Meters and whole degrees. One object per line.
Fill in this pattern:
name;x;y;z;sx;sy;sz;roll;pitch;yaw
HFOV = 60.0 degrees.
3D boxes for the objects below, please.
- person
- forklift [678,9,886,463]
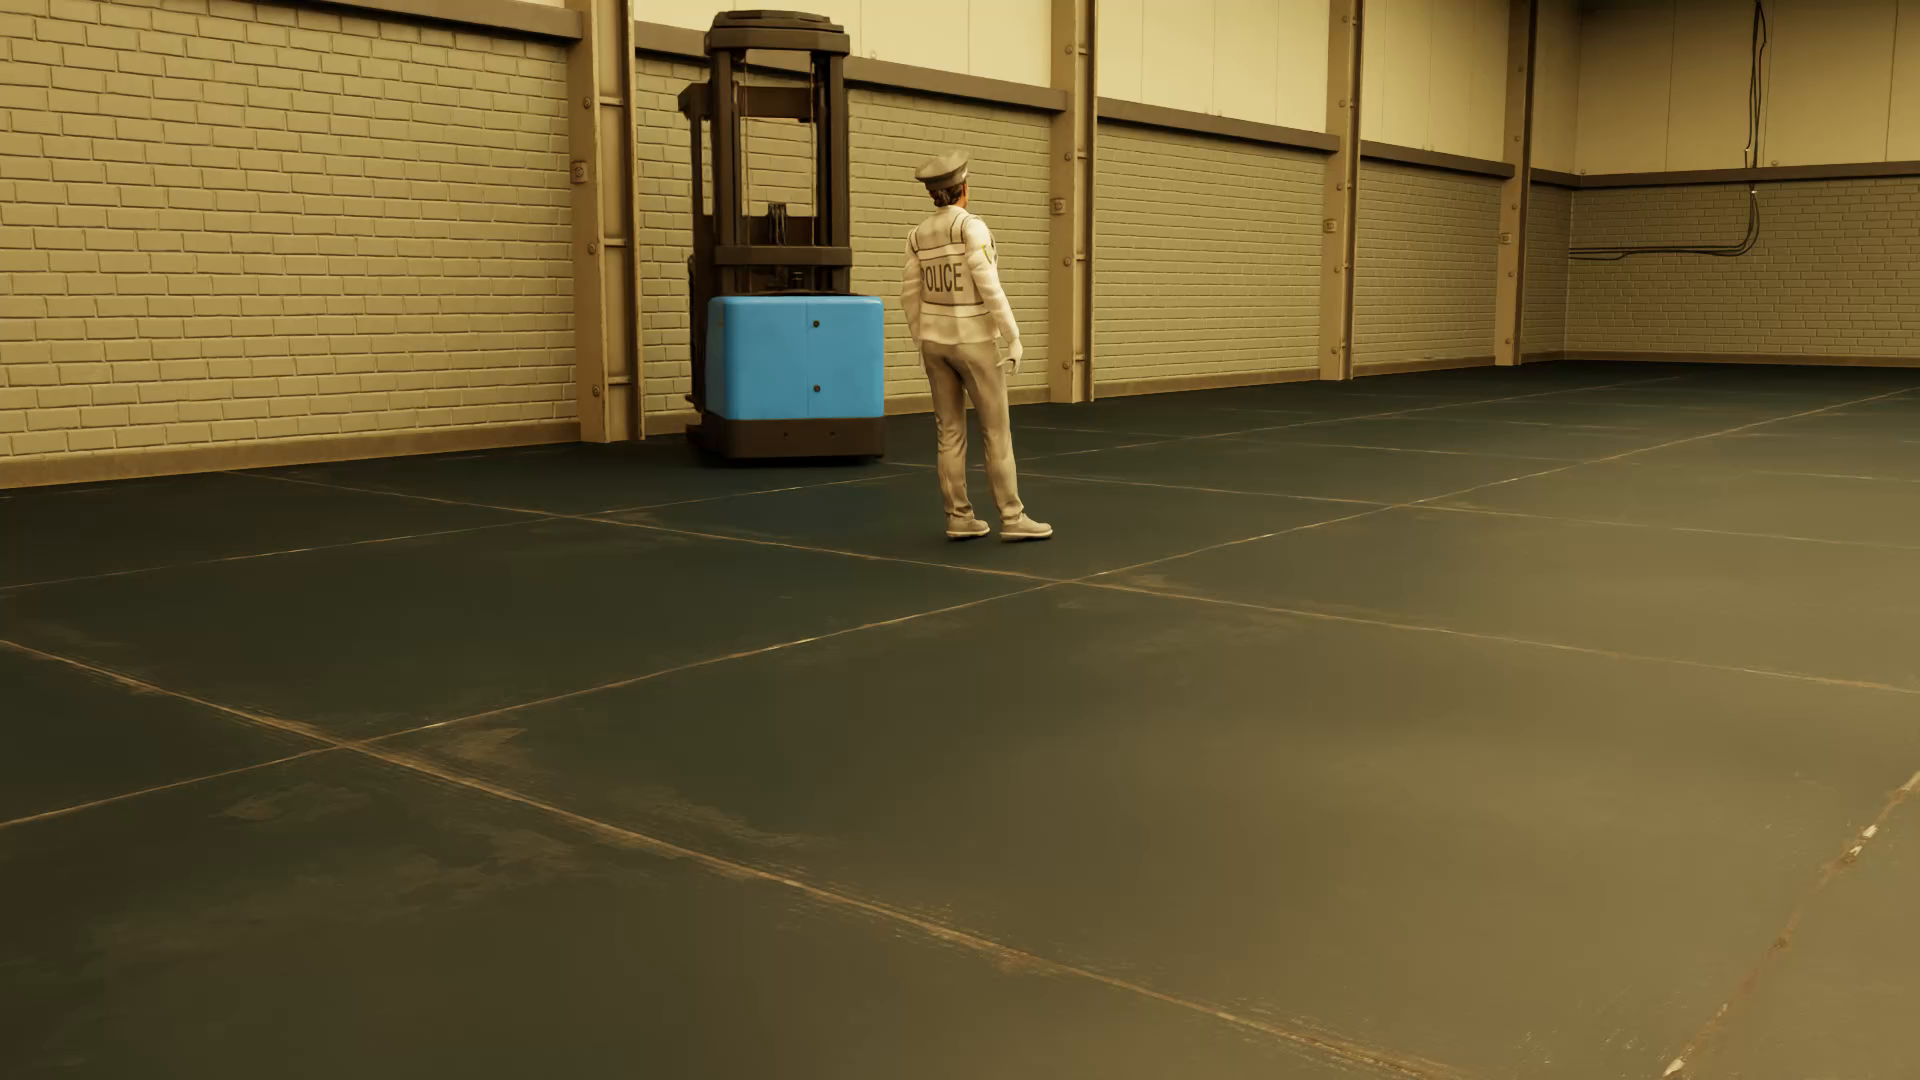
person;0.049;-0.853;7.330;0.586;1.694;0.530;7;11;38
forklift;-1.373;-2.118;11.755;1.130;2.935;3.031;-2;9;-16
